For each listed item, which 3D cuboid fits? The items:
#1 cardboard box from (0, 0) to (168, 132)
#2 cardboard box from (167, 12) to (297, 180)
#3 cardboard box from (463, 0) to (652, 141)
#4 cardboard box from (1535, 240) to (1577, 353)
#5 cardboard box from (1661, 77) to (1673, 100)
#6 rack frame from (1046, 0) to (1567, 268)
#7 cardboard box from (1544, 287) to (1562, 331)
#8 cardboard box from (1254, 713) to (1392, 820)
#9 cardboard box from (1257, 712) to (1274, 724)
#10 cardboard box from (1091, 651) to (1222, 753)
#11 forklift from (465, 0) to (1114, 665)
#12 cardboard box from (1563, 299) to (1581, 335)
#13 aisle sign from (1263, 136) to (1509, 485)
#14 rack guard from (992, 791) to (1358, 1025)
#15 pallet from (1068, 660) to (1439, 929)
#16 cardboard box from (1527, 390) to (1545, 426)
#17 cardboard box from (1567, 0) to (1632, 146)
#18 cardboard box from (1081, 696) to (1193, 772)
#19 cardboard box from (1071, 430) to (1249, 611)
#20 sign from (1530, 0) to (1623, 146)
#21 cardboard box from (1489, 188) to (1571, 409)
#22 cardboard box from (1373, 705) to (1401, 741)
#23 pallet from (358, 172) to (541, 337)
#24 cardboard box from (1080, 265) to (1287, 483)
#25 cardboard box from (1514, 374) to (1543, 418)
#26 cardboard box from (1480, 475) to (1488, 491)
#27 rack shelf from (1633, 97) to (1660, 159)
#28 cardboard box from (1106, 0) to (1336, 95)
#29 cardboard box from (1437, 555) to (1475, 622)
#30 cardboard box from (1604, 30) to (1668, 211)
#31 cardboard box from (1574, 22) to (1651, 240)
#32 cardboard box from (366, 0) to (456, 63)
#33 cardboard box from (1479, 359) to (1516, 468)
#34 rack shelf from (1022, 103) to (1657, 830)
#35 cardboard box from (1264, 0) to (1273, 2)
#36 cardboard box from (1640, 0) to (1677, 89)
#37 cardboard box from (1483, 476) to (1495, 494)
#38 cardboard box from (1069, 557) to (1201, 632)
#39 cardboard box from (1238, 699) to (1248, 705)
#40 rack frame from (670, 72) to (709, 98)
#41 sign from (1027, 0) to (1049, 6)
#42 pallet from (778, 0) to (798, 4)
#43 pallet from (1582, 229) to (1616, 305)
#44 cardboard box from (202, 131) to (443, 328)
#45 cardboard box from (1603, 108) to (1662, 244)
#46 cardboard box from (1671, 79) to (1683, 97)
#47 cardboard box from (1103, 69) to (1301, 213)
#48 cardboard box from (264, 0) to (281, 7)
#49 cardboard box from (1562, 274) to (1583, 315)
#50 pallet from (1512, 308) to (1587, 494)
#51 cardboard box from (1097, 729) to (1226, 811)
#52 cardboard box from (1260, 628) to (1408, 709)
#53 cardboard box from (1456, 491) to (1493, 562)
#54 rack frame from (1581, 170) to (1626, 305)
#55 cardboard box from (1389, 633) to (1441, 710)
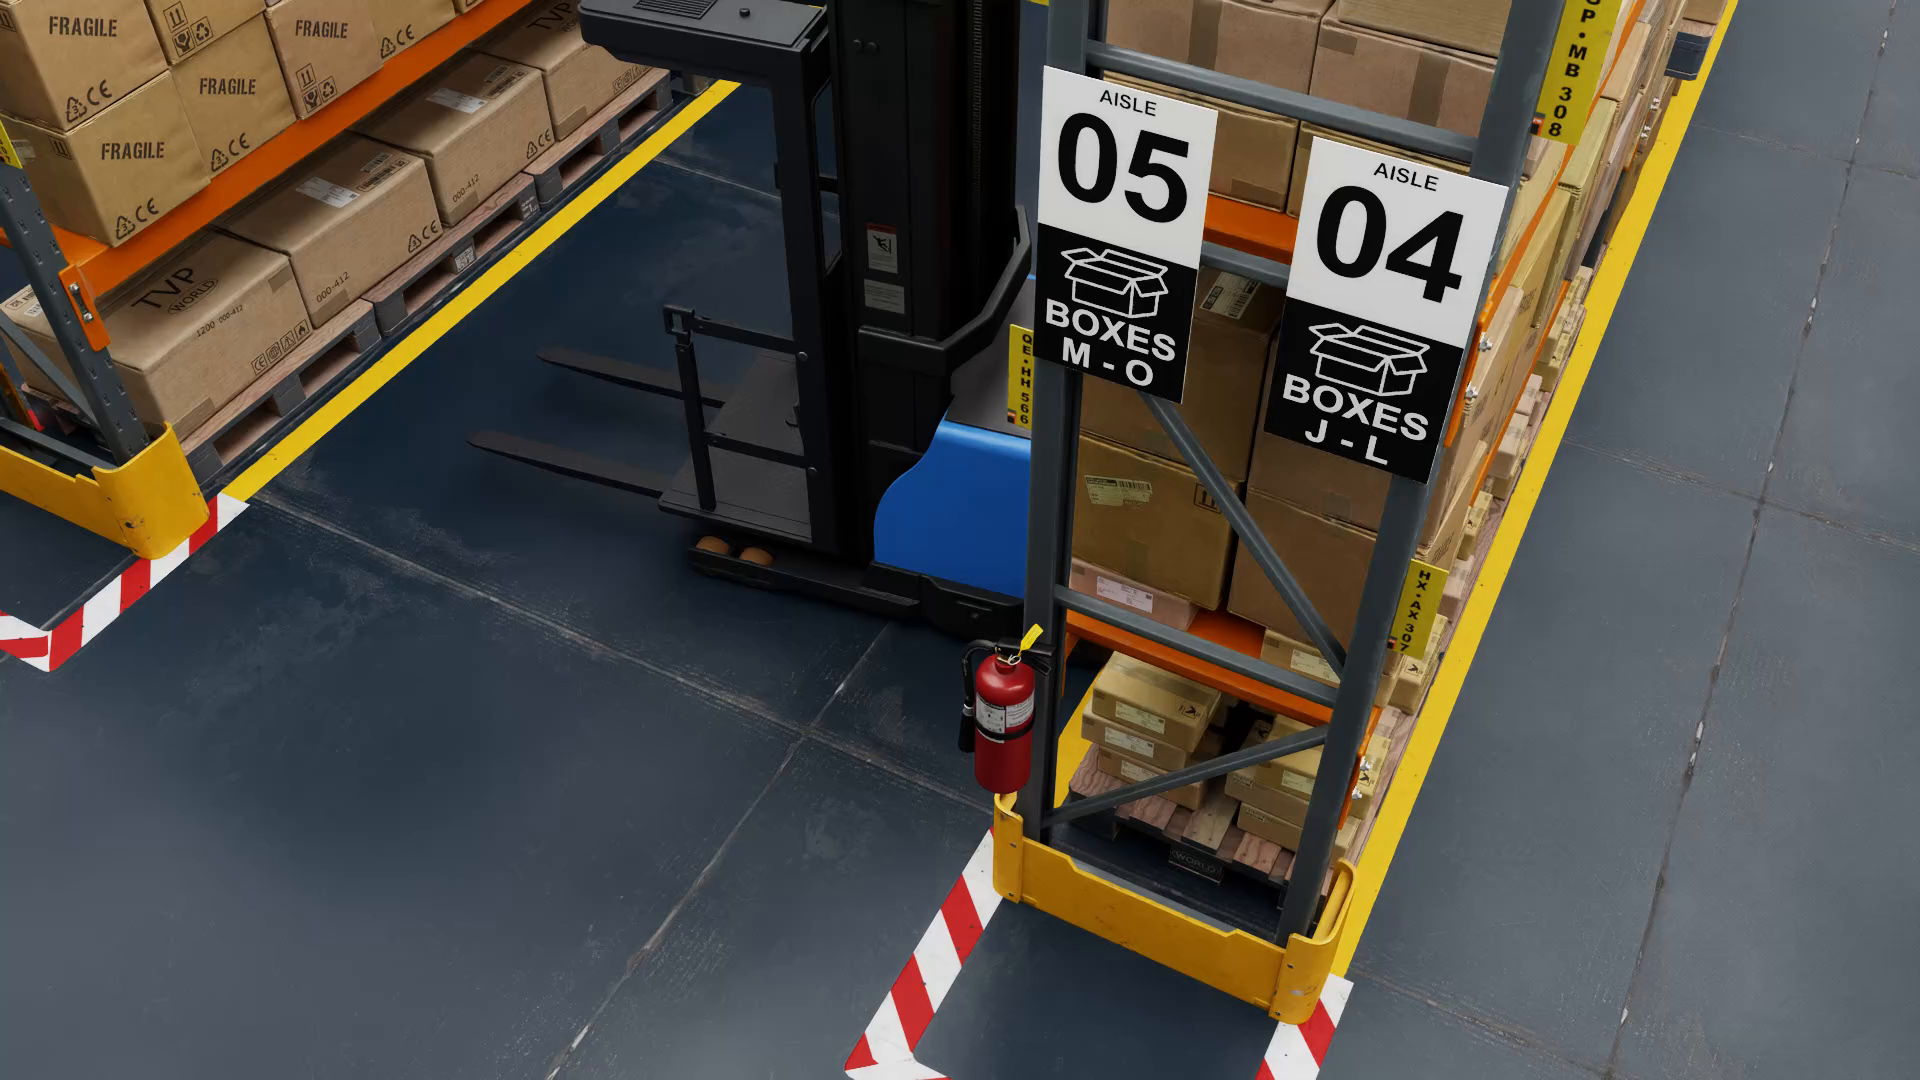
[{"bbox_3d":[-3.303,-1.865,5.991,0.500,0.500,0.500,19,48,18],"label":"cardboard box"},{"bbox_3d":[-3.091,-1.841,6.670,0.500,0.500,0.500,20,49,19],"label":"cardboard box"},{"bbox_3d":[-2.308,-2.677,9.073,0.875,0.438,0.875,20,49,19],"label":"cardboard box"},{"bbox_3d":[1.802,-1.004,5.633,0.500,0.500,0.500,19,48,18],"label":"cardboard box"},{"bbox_3d":[3.332,-2.466,8.293,0.500,0.250,0.500,22,49,20],"label":"cardboard box"},{"bbox_3d":[0.653,-1.808,2.490,1.000,3.000,0.127,20,49,19],"label":"rack frame"},{"bbox_3d":[1.923,-0.865,5.952,0.380,0.149,0.250,21,49,20],"label":"cardboard box"},{"bbox_3d":[1.198,0.728,5.492,0.380,0.149,0.250,18,48,17],"label":"cardboard box"},{"bbox_3d":[1.229,0.739,5.900,0.380,0.149,0.250,20,49,19],"label":"cardboard box"},{"bbox_3d":[0.675,0.529,5.689,0.380,0.149,0.250,21,49,19],"label":"cardboard box"},{"bbox_3d":[-0.593,-1.177,6.133,3.031,2.935,1.130,14,47,13],"label":"forklift"},{"bbox_3d":[2.531,-0.991,7.401,0.380,0.149,0.250,18,48,17],"label":"cardboard box"},{"bbox_3d":[0.885,-0.468,3.556,0.394,0.787,0.004,20,49,19],"label":"aisle sign"},{"bbox_3d":[0.689,1.132,5.560,1.175,0.500,0.348,20,49,19],"label":"rack guard"},{"bbox_3d":[1.097,0.733,6.157,1.003,0.211,1.213,20,49,19],"label":"pallet"},{"bbox_3d":[2.370,-0.681,7.303,0.380,0.149,0.250,19,48,18],"label":"cardboard box"},{"bbox_3d":[1.337,-1.230,4.133,0.500,0.250,0.500,22,49,20],"label":"cardboard box"},{"bbox_3d":[0.646,0.624,5.804,0.380,0.149,0.250,19,48,18],"label":"cardboard box"},{"bbox_3d":[0.634,-0.207,4.846,0.500,0.500,0.500,21,49,20],"label":"cardboard box"},{"bbox_3d":[1.134,-0.882,3.069,0.100,0.325,0.005,20,49,19],"label":"sign"},{"bbox_3d":[1.325,-0.706,4.636,0.500,0.500,0.500,22,49,20],"label":"cardboard box"},{"bbox_3d":[1.301,0.652,5.777,0.380,0.149,0.250,20,49,19],"label":"cardboard box"},{"bbox_3d":[-2.909,-1.585,8.448,1.003,0.211,1.213,20,49,19],"label":"pallet"},{"bbox_3d":[0.645,-0.561,4.493,0.500,0.500,0.500,20,49,18],"label":"cardboard box"},{"bbox_3d":[2.149,-0.592,6.796,0.380,0.149,0.250,18,48,17],"label":"cardboard box"},{"bbox_3d":[1.976,-0.362,6.779,0.380,0.149,0.250,18,48,17],"label":"cardboard box"},{"bbox_3d":[3.439,-3.226,8.615,1.077,0.370,4.000,20,49,19],"label":"rack shelf"},{"bbox_3d":[0.642,-1.251,3.802,0.500,0.250,0.500,19,48,18],"label":"cardboard box"},{"bbox_3d":[1.781,0.135,6.497,0.380,0.149,0.250,18,48,17],"label":"cardboard box"},{"bbox_3d":[2.294,-1.634,6.256,0.500,0.500,0.500,19,48,18],"label":"cardboard box"},{"bbox_3d":[1.820,-1.348,5.271,0.500,0.500,0.500,19,48,18],"label":"cardboard box"},{"bbox_3d":[-2.621,-2.476,7.298,0.500,0.500,0.500,22,49,20],"label":"cardboard box"},{"bbox_3d":[1.332,-0.376,5.013,0.500,0.500,0.500,21,49,19],"label":"cardboard box"},{"bbox_3d":[1.582,-0.706,6.125,1.077,0.370,4.000,20,49,19],"label":"rack shelf"},{"bbox_3d":[0.547,-1.323,3.593,0.380,0.149,0.250,20,49,19],"label":"cardboard box"},{"bbox_3d":[2.296,-1.997,5.913,0.500,0.500,0.500,19,48,18],"label":"cardboard box"},{"bbox_3d":[1.969,-0.211,6.839,0.380,0.149,0.250,21,49,20],"label":"cardboard box"},{"bbox_3d":[0.554,0.090,5.008,0.380,0.149,0.250,21,49,19],"label":"cardboard box"},{"bbox_3d":[0.942,0.421,6.214,0.380,0.149,0.250,20,49,19],"label":"cardboard box"},{"bbox_3d":[-1.921,-3.790,8.666,1.000,3.000,0.127,20,49,19],"label":"rack frame"},{"bbox_3d":[0.171,-1.261,3.435,0.100,0.325,0.005,20,49,19],"label":"sign"},{"bbox_3d":[-1.630,-3.321,10.163,1.003,0.211,1.213,20,49,19],"label":"pallet"},{"bbox_3d":[2.870,-1.730,8.591,1.003,0.211,1.213,20,49,19],"label":"pallet"},{"bbox_3d":[-3.143,-1.545,7.954,0.875,0.438,0.875,22,49,20],"label":"cardboard box"},{"bbox_3d":[3.088,-1.866,8.227,0.500,0.500,0.500,22,49,21],"label":"cardboard box"},{"bbox_3d":[3.818,-2.843,9.193,0.500,0.500,0.500,18,48,17],"label":"cardboard box"},{"bbox_3d":[0.630,-1.075,3.980,0.500,0.250,0.500,19,48,18],"label":"cardboard box"},{"bbox_3d":[-2.837,-2.520,6.638,0.500,0.500,0.500,20,49,19],"label":"cardboard box"},{"bbox_3d":[2.492,-1.090,7.289,0.380,0.149,0.250,21,49,20],"label":"cardboard box"},{"bbox_3d":[2.230,-0.804,7.676,1.003,0.211,1.213,20,49,19],"label":"pallet"},{"bbox_3d":[0.713,0.755,5.884,0.380,0.149,0.250,21,49,20],"label":"cardboard box"},{"bbox_3d":[1.094,0.293,4.808,0.380,0.149,0.250,20,49,19],"label":"cardboard box"},{"bbox_3d":[1.791,-0.107,6.318,0.380,0.149,0.250,21,49,20],"label":"cardboard box"},{"bbox_3d":[2.510,-2.219,7.114,1.000,3.000,0.127,20,49,19],"label":"rack frame"},{"bbox_3d":[1.449,0.398,5.818,0.380,0.149,0.250,20,49,19],"label":"cardboard box"}]
